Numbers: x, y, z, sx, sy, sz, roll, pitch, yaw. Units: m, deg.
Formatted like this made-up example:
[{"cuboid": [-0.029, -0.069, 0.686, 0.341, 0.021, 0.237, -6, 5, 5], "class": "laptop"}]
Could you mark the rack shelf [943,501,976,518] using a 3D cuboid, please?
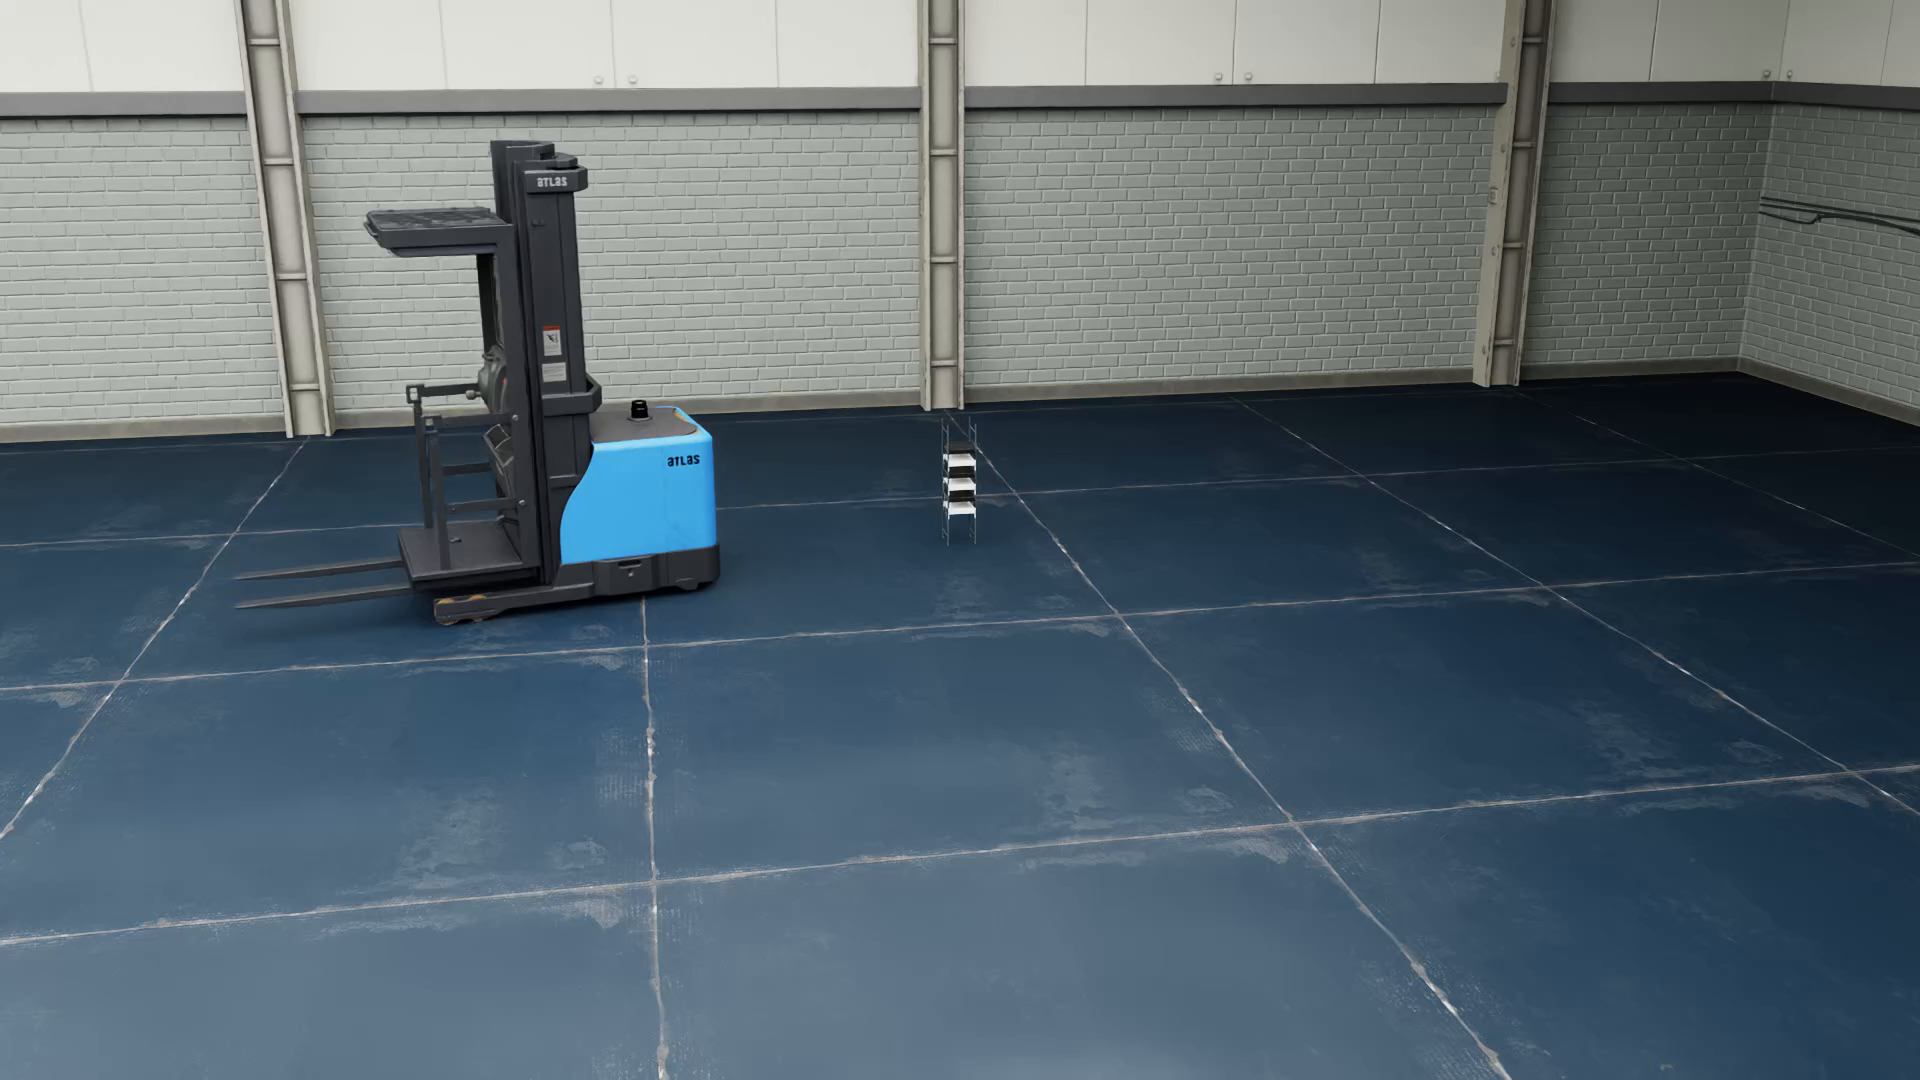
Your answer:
[{"cuboid": [-0.008, -0.226, 12.241, 0.200, 0.077, 0.258, -3, 17, -10], "class": "rack shelf"}]

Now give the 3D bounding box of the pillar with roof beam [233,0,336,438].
[{"cuboid": [-5.253, -4.063, 10.215, 0.400, 9.000, 9.100, -3, 17, -10], "class": "pillar with roof beam"}]

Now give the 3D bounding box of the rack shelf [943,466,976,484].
[{"cuboid": [-0.008, -0.484, 12.162, 0.200, 0.077, 0.258, -3, 17, -10], "class": "rack shelf"}]

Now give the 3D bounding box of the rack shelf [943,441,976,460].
[{"cuboid": [-0.008, -0.656, 12.109, 0.200, 0.077, 0.258, -3, 17, -10], "class": "rack shelf"}]

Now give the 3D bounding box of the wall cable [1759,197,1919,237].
[{"cuboid": [8.855, -4.271, 16.181, 0.112, 2.526, 3.097, -3, 17, -10], "class": "wall cable"}]

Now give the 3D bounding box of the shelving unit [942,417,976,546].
[{"cuboid": [-0.008, -0.430, 12.178, 0.210, 0.900, 0.258, -3, 17, -10], "class": "shelving unit"}]

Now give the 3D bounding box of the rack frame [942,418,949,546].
[{"cuboid": [-0.108, -0.424, 12.160, 0.006, 0.900, 0.240, -3, 17, -10], "class": "rack frame"}]

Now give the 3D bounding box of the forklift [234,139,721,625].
[{"cuboid": [-3.187, -1.035, 10.689, 3.031, 2.935, 1.130, -7, 18, -22], "class": "forklift"}]

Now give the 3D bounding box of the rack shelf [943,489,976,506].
[{"cuboid": [-0.008, -0.312, 12.214, 0.200, 0.077, 0.258, -3, 17, -10], "class": "rack shelf"}]

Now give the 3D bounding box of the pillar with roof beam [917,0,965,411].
[{"cuboid": [0.638, -4.398, 11.303, 0.400, 9.000, 9.100, -3, 17, -10], "class": "pillar with roof beam"}]

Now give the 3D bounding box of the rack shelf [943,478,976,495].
[{"cuboid": [-0.008, -0.398, 12.188, 0.200, 0.077, 0.258, -3, 17, -10], "class": "rack shelf"}]

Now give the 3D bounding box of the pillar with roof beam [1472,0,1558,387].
[{"cuboid": [6.529, -4.732, 12.391, 0.400, 9.000, 9.100, -3, 17, -10], "class": "pillar with roof beam"}]

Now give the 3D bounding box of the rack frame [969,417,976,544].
[{"cuboid": [0.092, -0.435, 12.197, 0.006, 0.900, 0.240, -3, 17, -10], "class": "rack frame"}]

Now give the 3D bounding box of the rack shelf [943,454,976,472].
[{"cuboid": [-0.008, -0.570, 12.135, 0.200, 0.077, 0.258, -3, 17, -10], "class": "rack shelf"}]
